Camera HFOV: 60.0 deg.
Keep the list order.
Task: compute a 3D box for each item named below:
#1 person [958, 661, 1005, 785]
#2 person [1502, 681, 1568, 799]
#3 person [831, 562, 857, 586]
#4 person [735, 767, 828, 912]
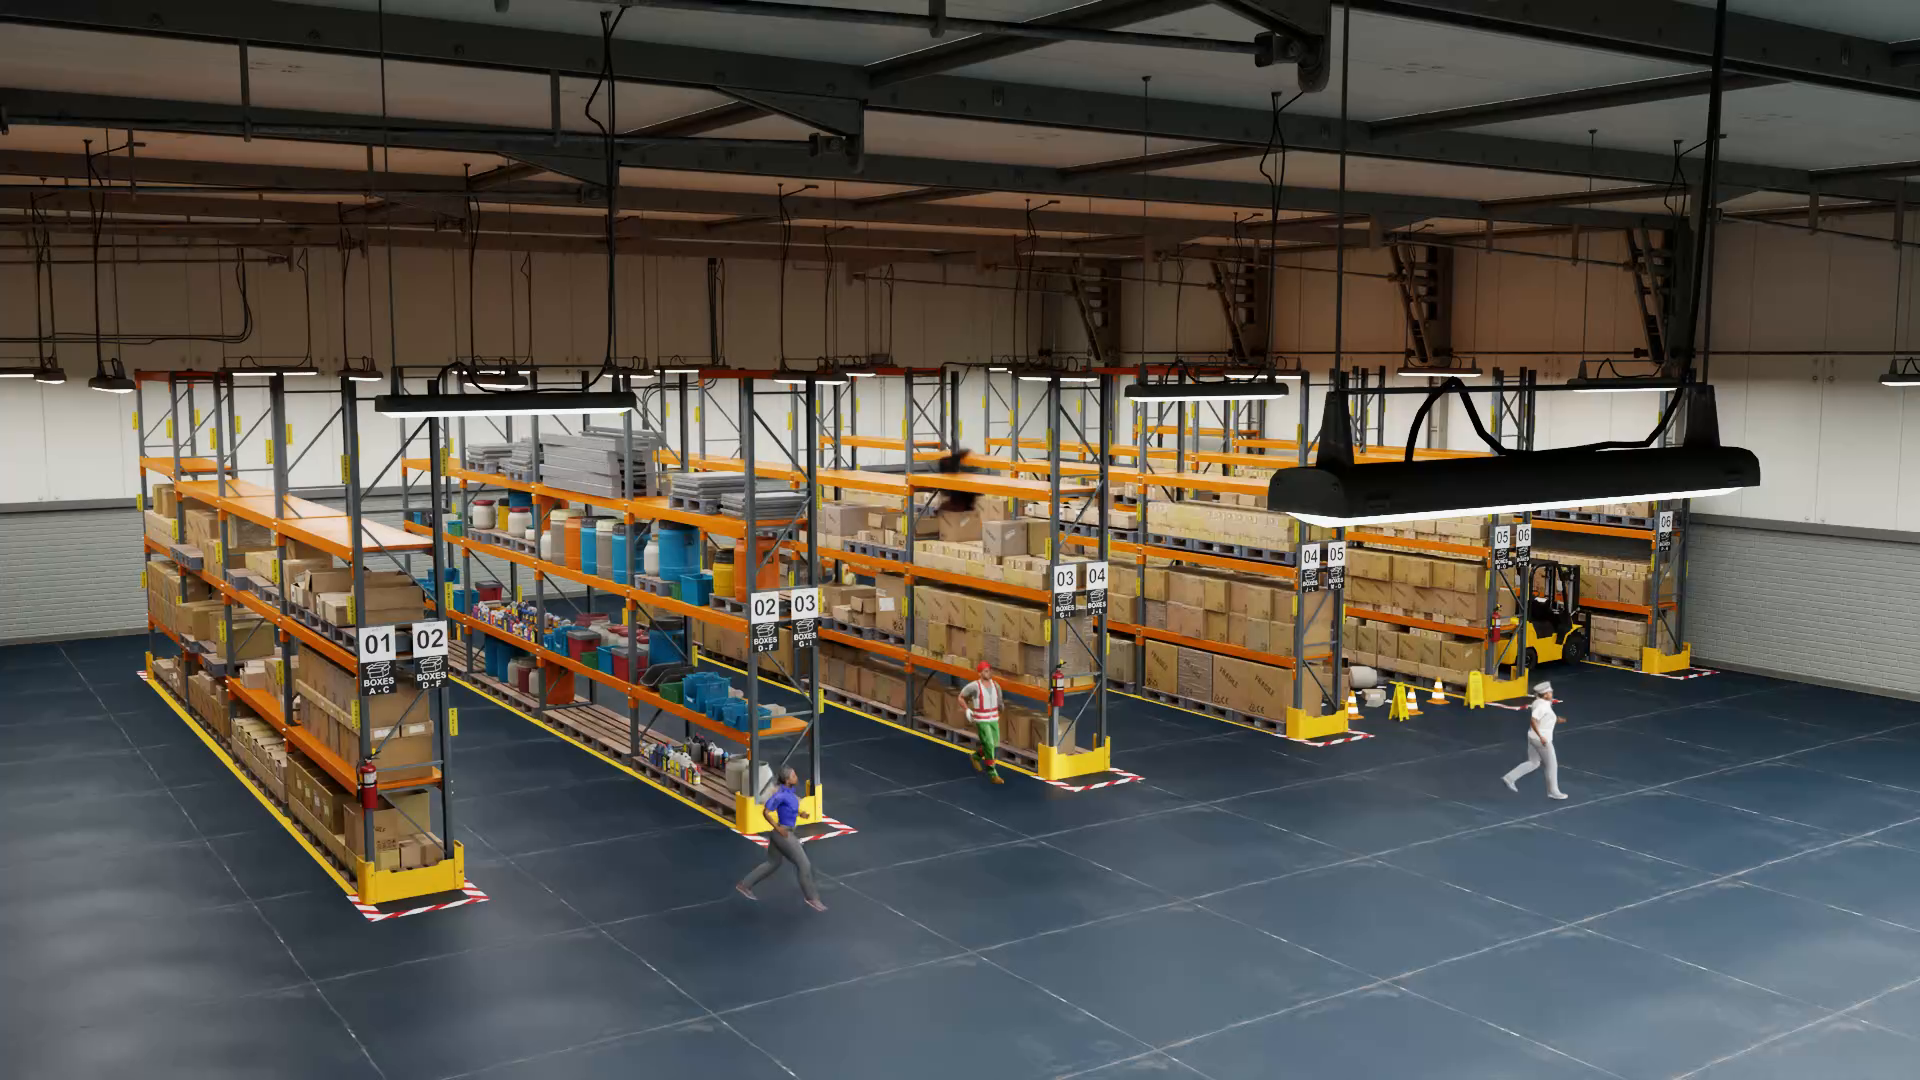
[{"bbox_3d":[0.372,2.674,24.569,0.682,1.764,0.909,-5,8,-35],"label":"person"},{"bbox_3d":[8.177,2.824,23.508,0.892,1.678,0.576,0,6,2],"label":"person"},{"bbox_3d":[-2.549,1.334,37.170,0.548,1.683,0.688,-4,8,-31],"label":"person"},{"bbox_3d":[-2.037,3.400,18.872,1.046,1.689,0.543,-1,7,-12],"label":"person"}]
